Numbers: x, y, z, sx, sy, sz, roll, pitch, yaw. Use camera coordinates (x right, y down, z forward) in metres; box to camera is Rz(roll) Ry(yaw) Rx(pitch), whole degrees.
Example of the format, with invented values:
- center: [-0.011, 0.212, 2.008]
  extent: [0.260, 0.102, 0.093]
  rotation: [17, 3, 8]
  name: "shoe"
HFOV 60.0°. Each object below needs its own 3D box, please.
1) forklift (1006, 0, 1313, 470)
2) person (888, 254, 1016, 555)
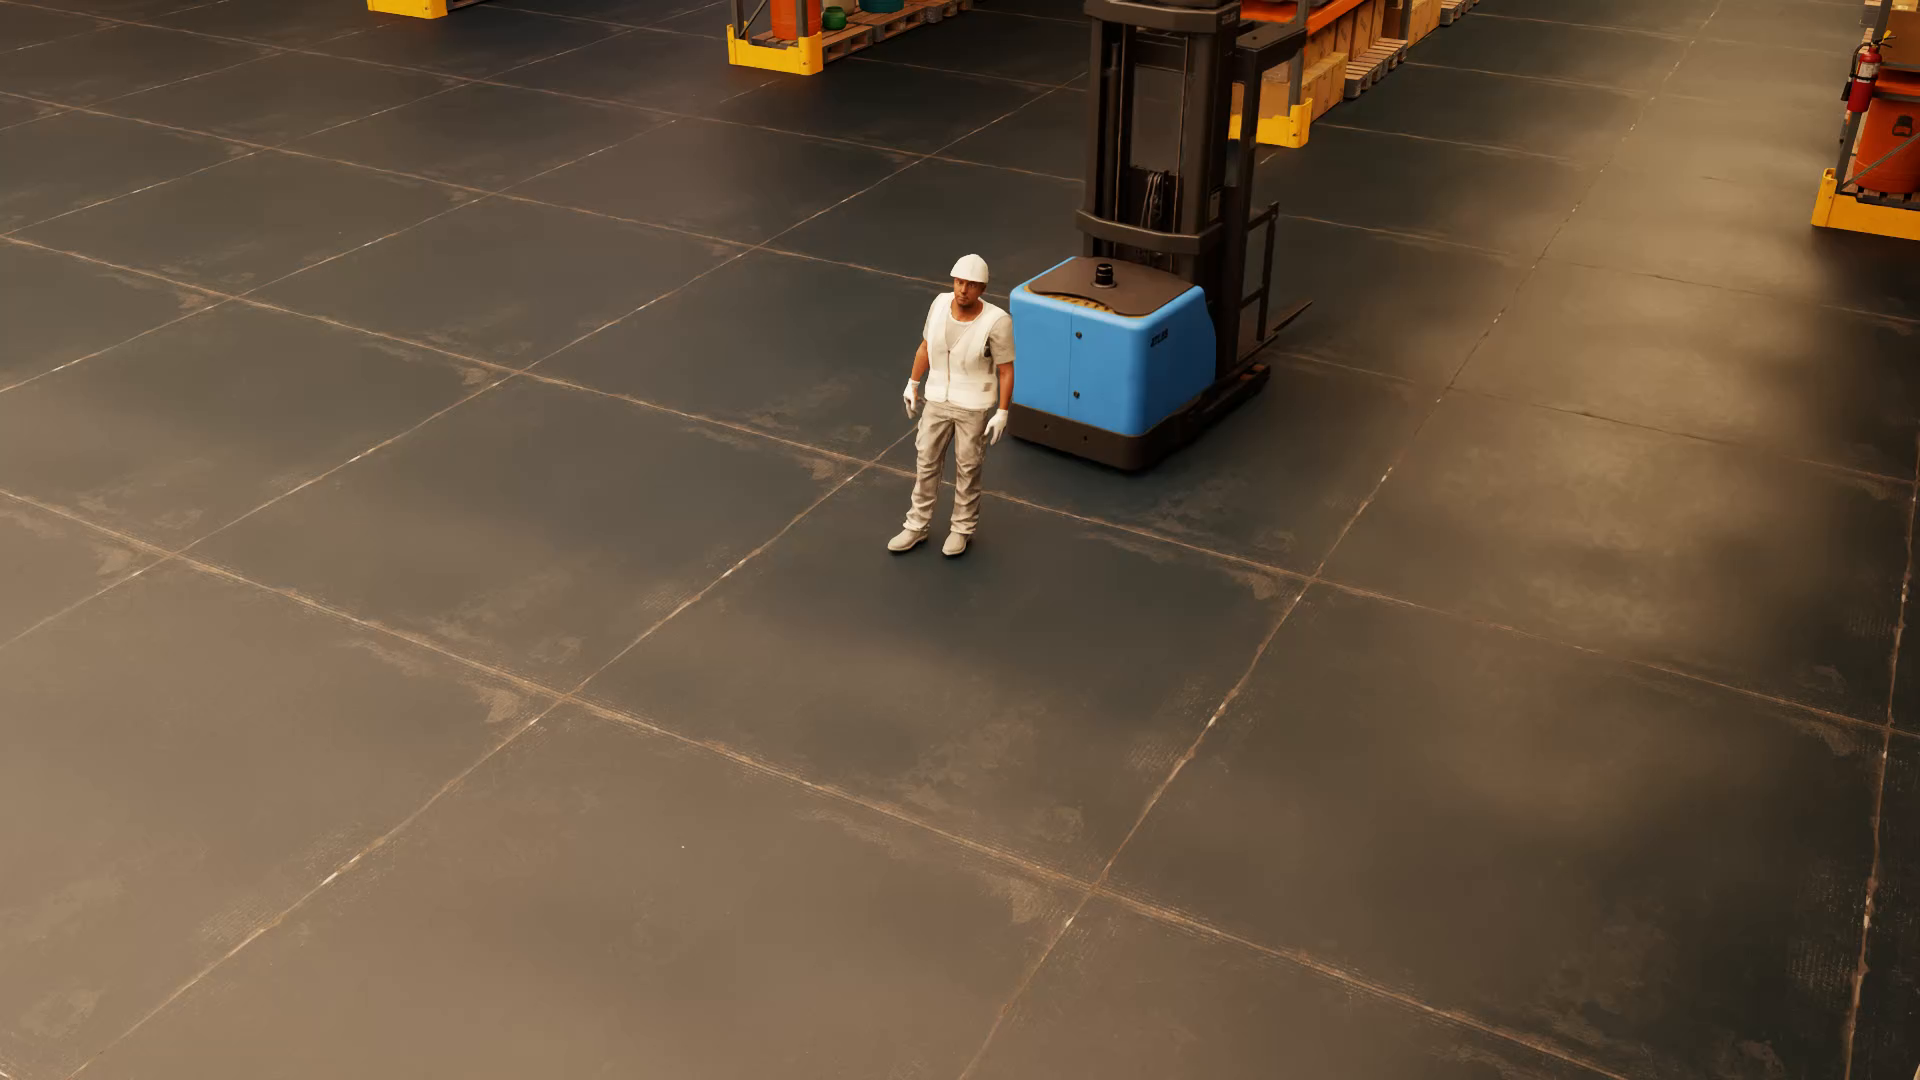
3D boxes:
- center: [1.562, -2.401, 11.232]
  extent: [1.130, 2.935, 3.031]
  rotation: [19, 35, 30]
  name: "forklift"
- center: [-0.043, -0.749, 9.502]
  extent: [0.656, 1.785, 0.575]
  rotation: [15, 33, 25]
  name: "person"
